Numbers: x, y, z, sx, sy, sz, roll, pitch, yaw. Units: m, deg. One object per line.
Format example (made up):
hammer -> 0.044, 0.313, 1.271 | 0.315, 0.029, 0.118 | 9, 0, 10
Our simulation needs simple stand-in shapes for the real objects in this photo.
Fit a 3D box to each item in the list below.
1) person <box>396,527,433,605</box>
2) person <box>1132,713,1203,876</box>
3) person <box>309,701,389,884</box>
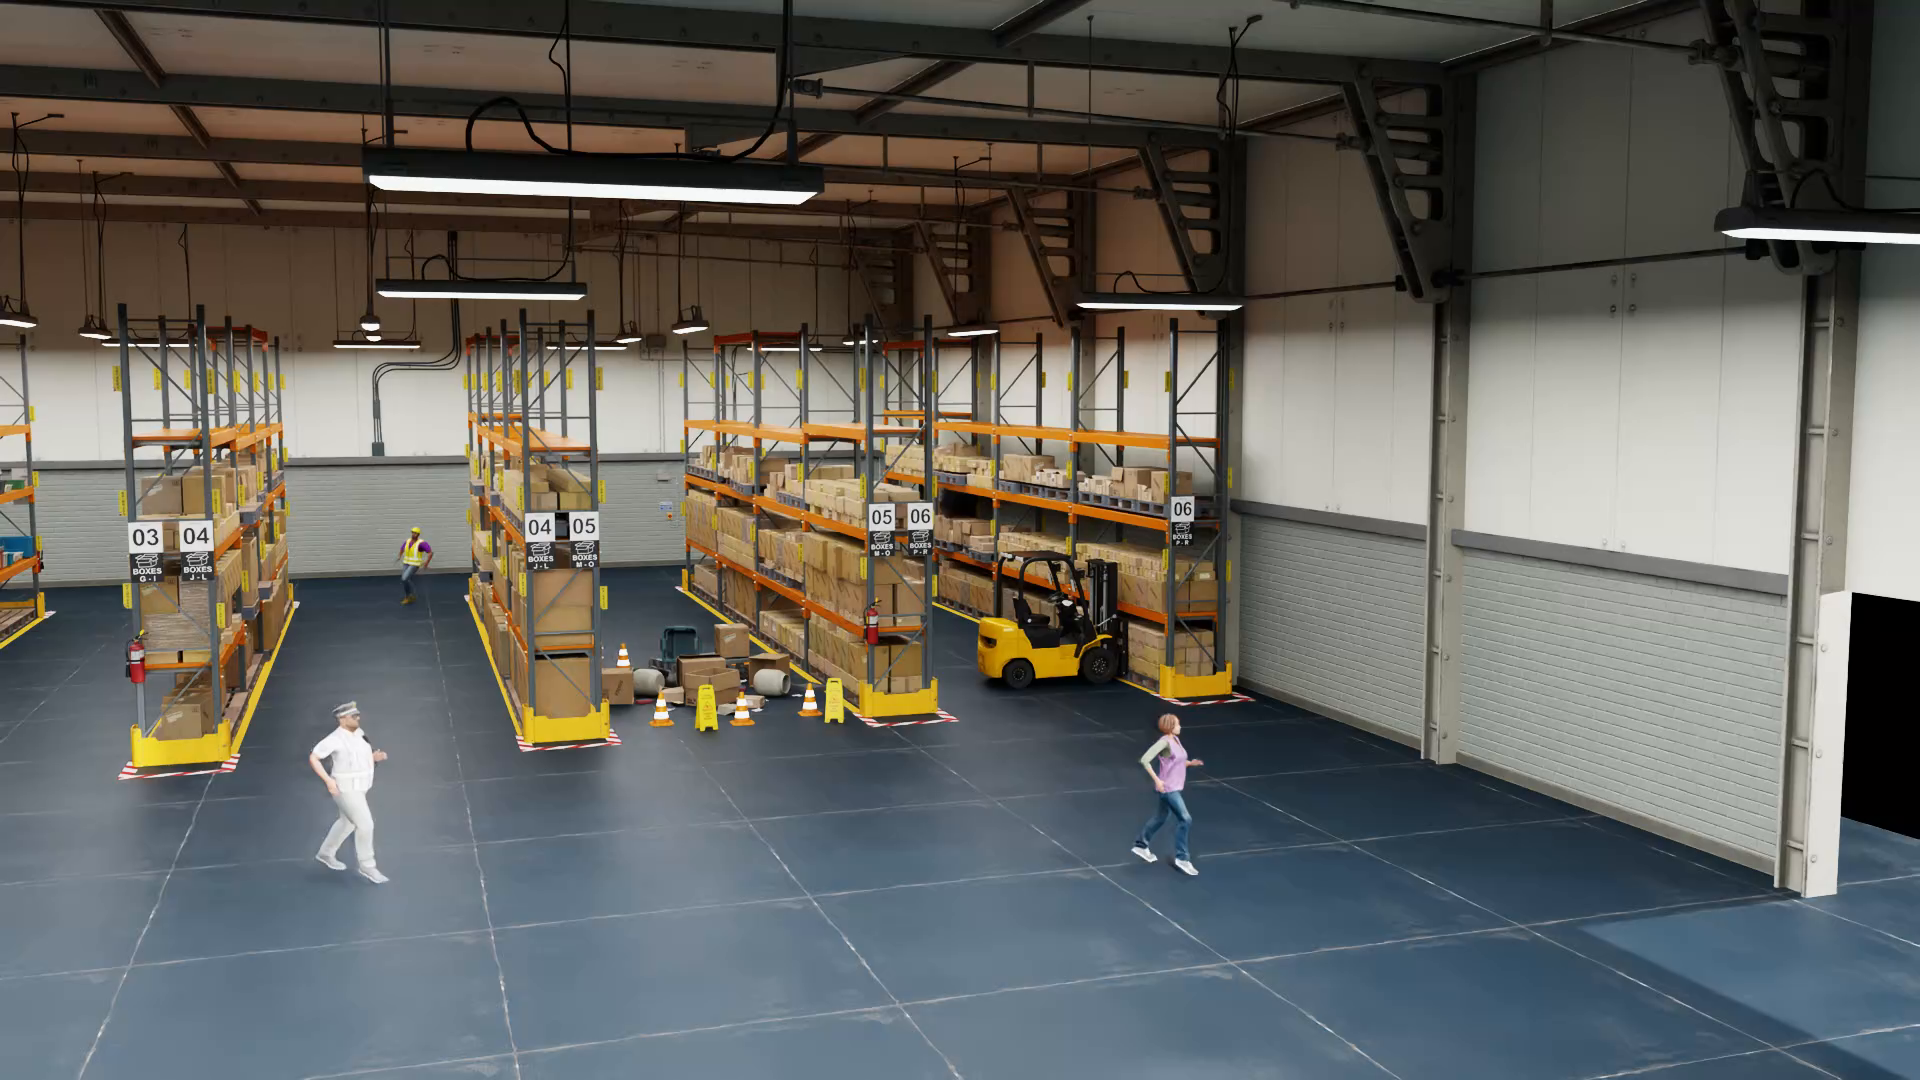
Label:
person -> -12.429, 0.589, 37.671 | 0.756, 1.763, 0.636 | 3, 6, 26
person -> 2.120, 2.587, 17.028 | 0.737, 1.643, 0.510 | 2, 6, 18
person -> -6.143, 2.530, 16.748 | 0.822, 1.839, 0.640 | 0, 5, 5
